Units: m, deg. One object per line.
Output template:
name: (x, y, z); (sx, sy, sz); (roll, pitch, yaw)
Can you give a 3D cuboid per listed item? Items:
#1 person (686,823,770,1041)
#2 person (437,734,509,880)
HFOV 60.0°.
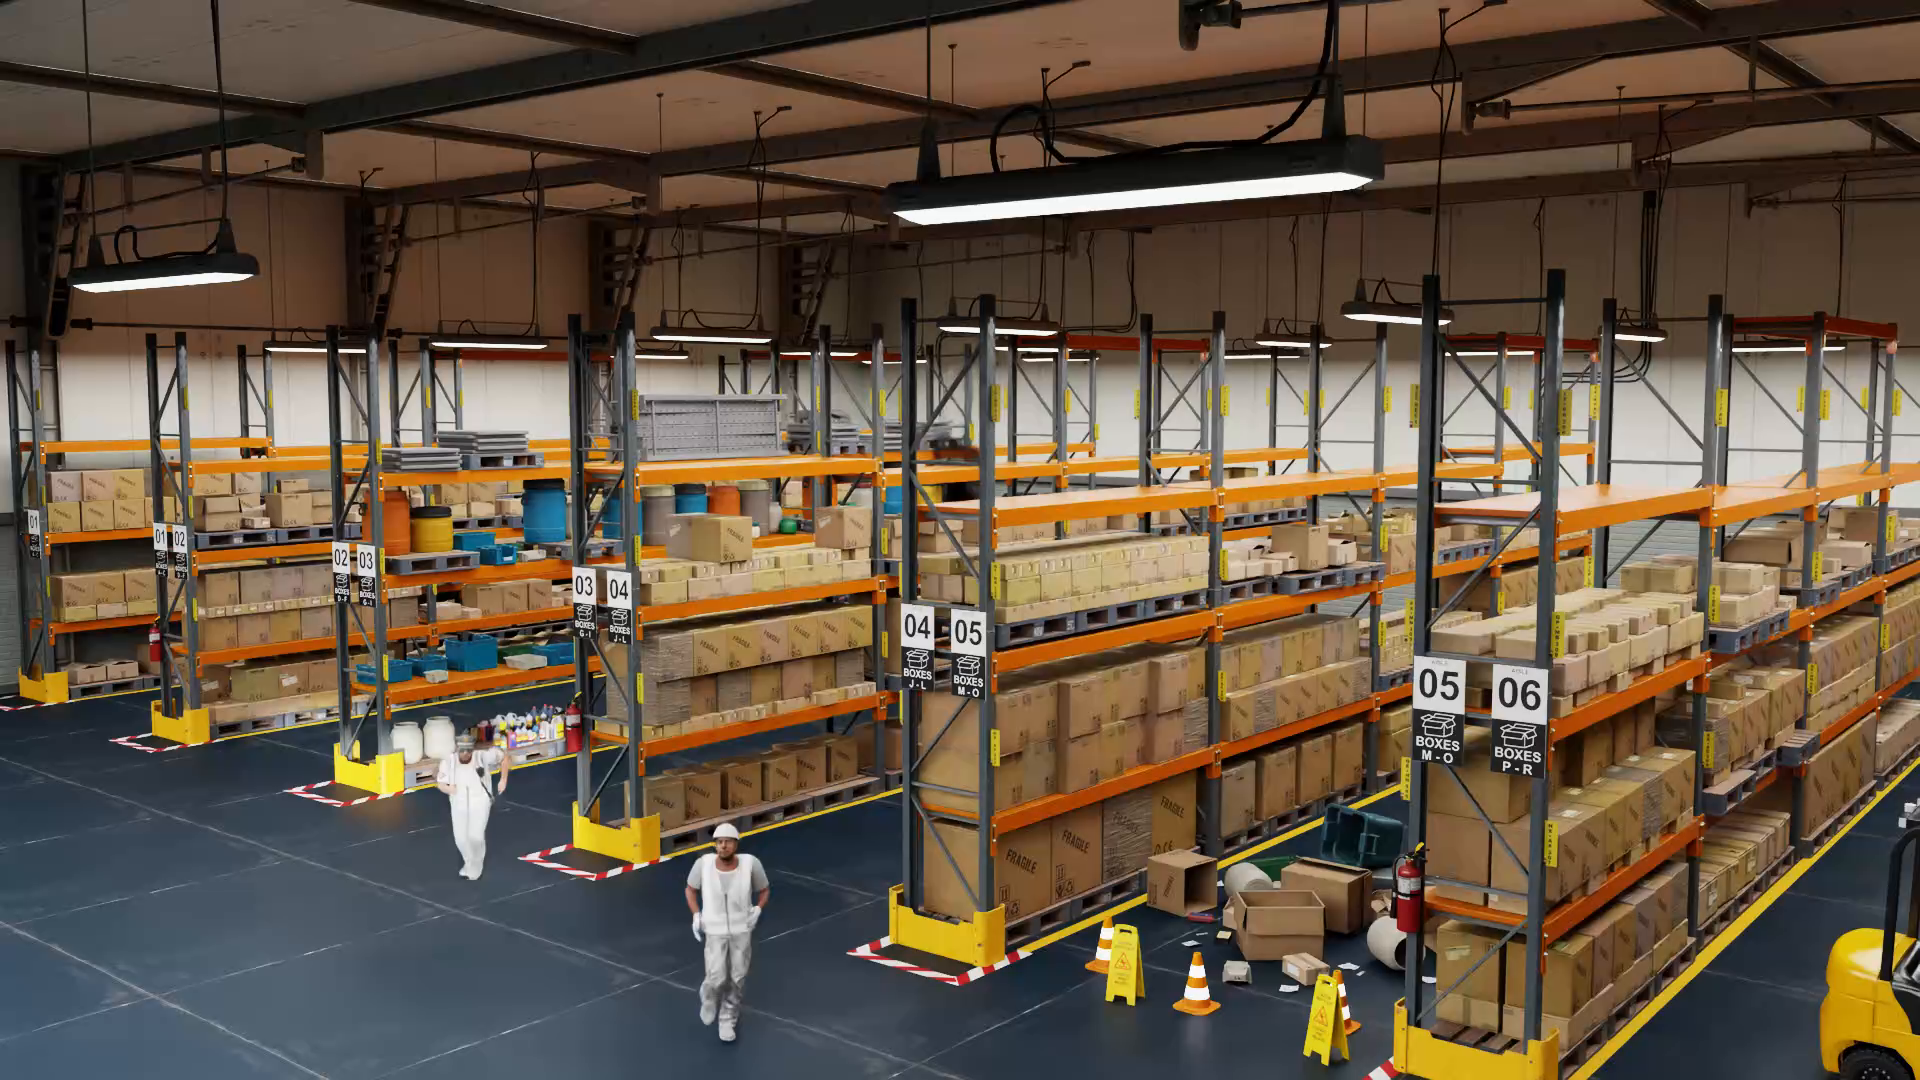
person: (-1.835, 3.110, 13.210); (0.666, 1.746, 0.618); (-1, 5, -10)
person: (-5.084, 2.786, 17.393); (0.698, 1.631, 0.939); (-1, 5, -8)
